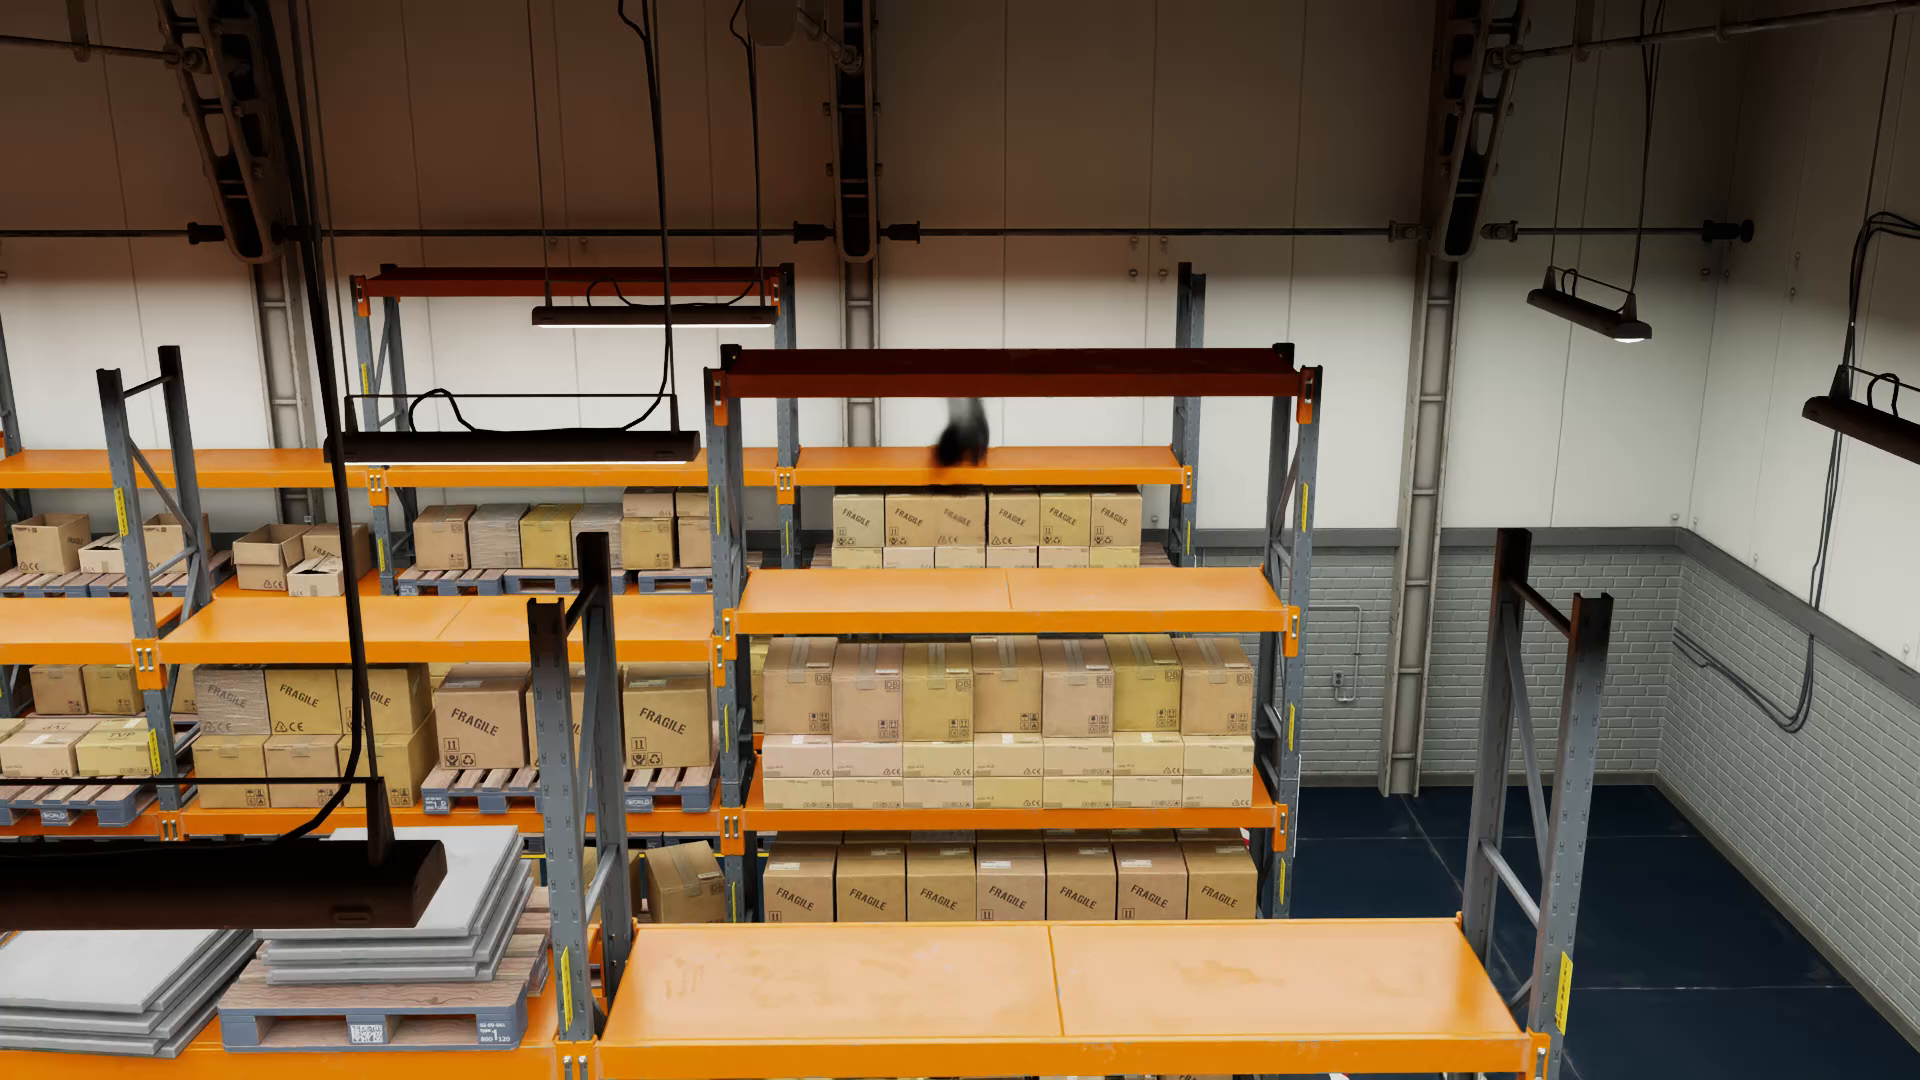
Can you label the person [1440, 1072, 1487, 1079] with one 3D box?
[{"bbox_3d":[3.591,4.009,12.012,0.923,1.559,0.591,-4,17,-13],"label":"person"}]
